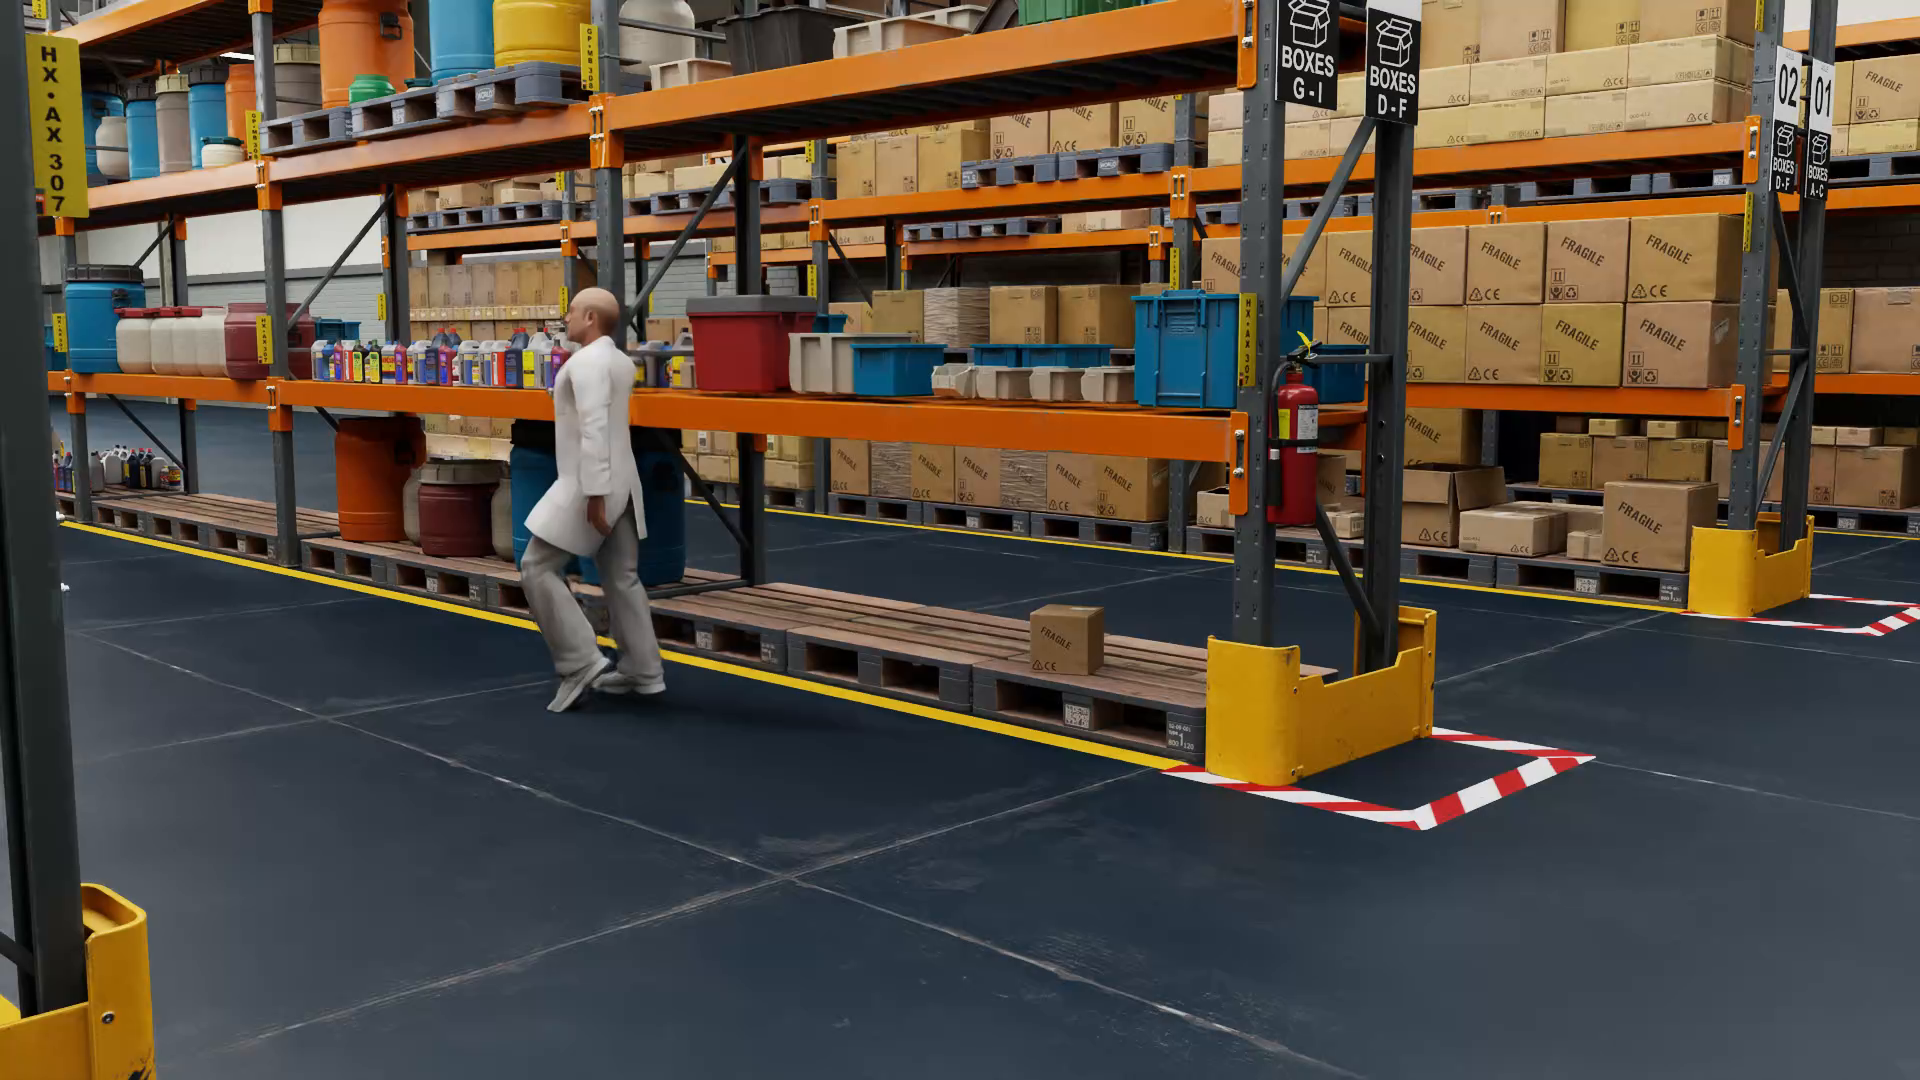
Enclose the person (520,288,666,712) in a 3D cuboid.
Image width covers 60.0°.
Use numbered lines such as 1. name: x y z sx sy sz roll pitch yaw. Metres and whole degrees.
1. person: -1.574 -0.159 7.180 0.556 1.844 0.580 2 7 13
